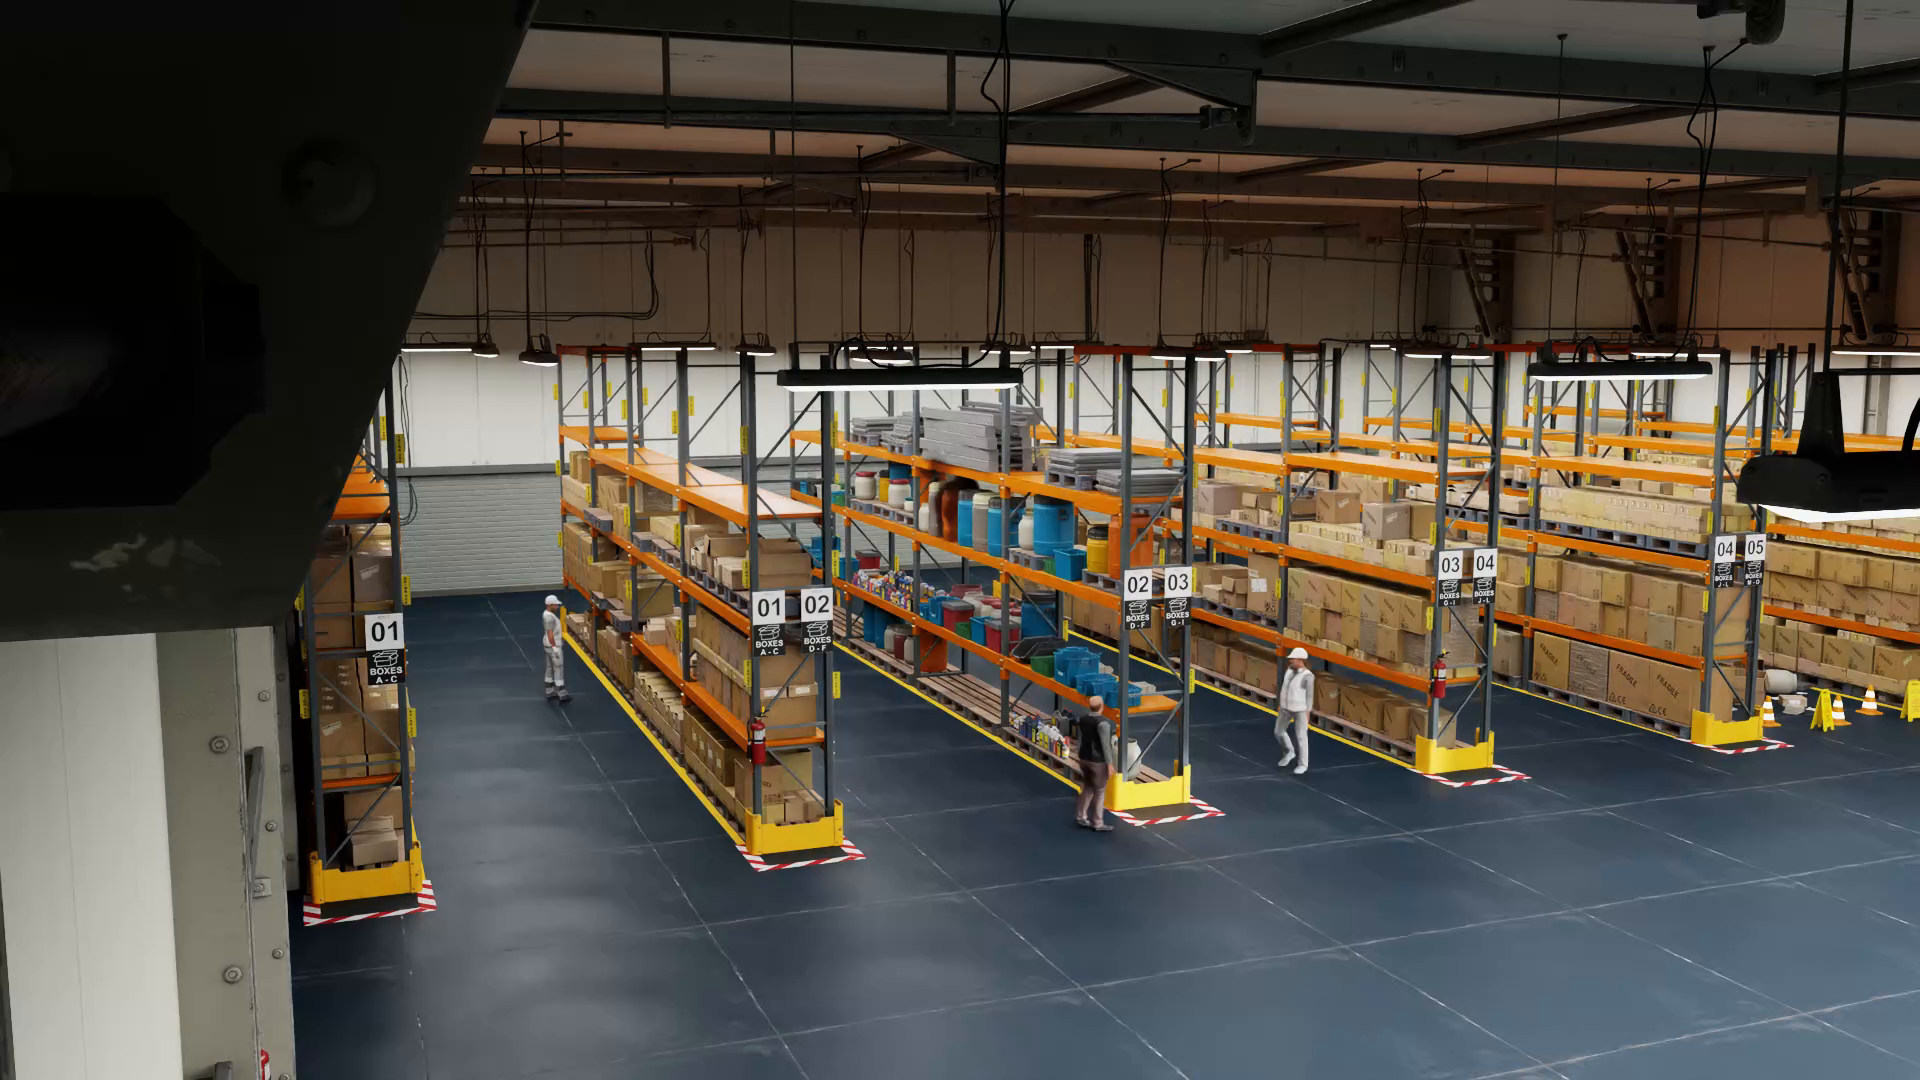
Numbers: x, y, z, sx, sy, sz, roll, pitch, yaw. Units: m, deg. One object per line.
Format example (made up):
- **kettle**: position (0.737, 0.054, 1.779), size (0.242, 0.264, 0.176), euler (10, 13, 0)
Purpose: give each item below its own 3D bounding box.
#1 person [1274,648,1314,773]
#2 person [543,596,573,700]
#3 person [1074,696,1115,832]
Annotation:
- **person**: position (4.805, 2.424, 23.842), size (0.415, 1.793, 0.573), euler (-6, 9, -39)
- **person**: position (-6.893, 1.833, 28.421), size (0.467, 1.782, 0.630), euler (-3, 8, -25)
- **person**: position (1.720, 2.844, 21.037), size (0.366, 1.771, 0.620), euler (-5, 9, -37)
